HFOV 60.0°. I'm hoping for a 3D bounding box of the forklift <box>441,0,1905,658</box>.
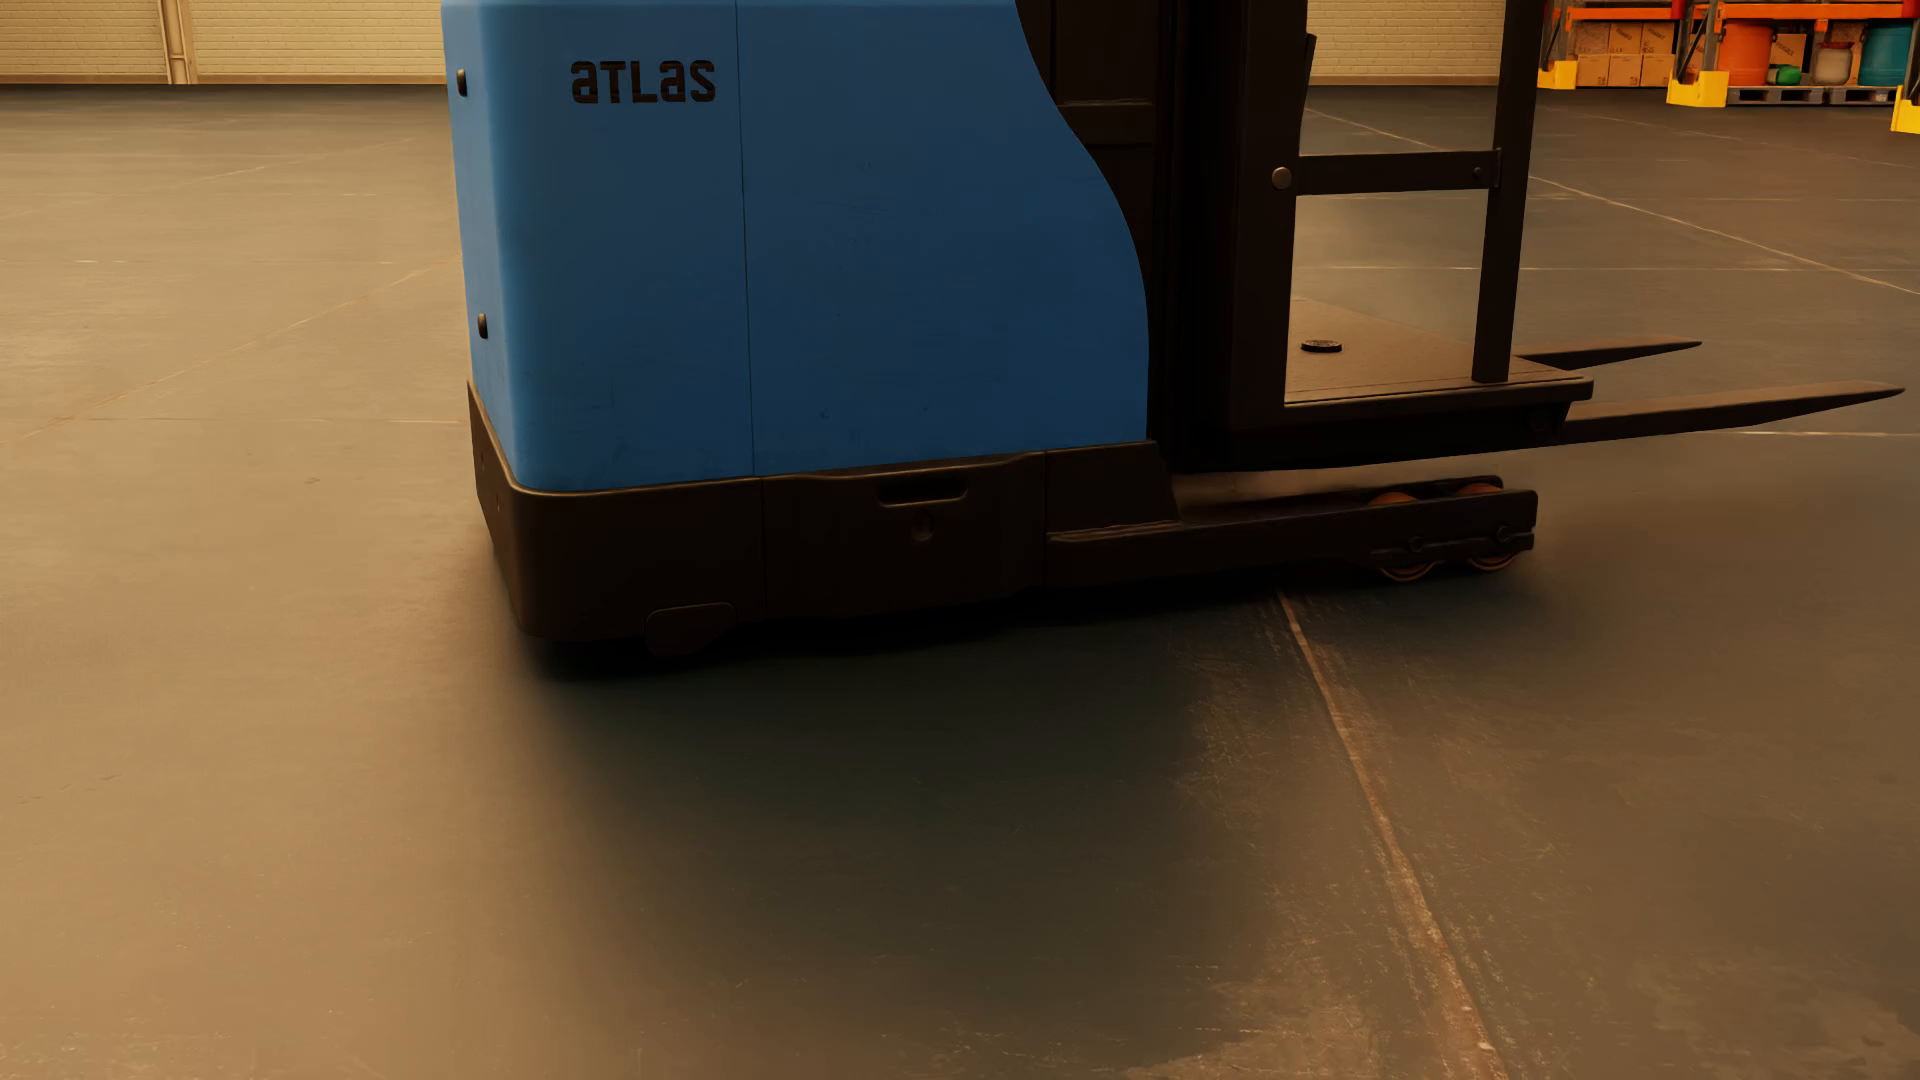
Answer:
[{"bbox_3d":[0.571,-1.462,3.137,3.031,2.935,1.130,-6,18,-19],"label":"forklift"}]
